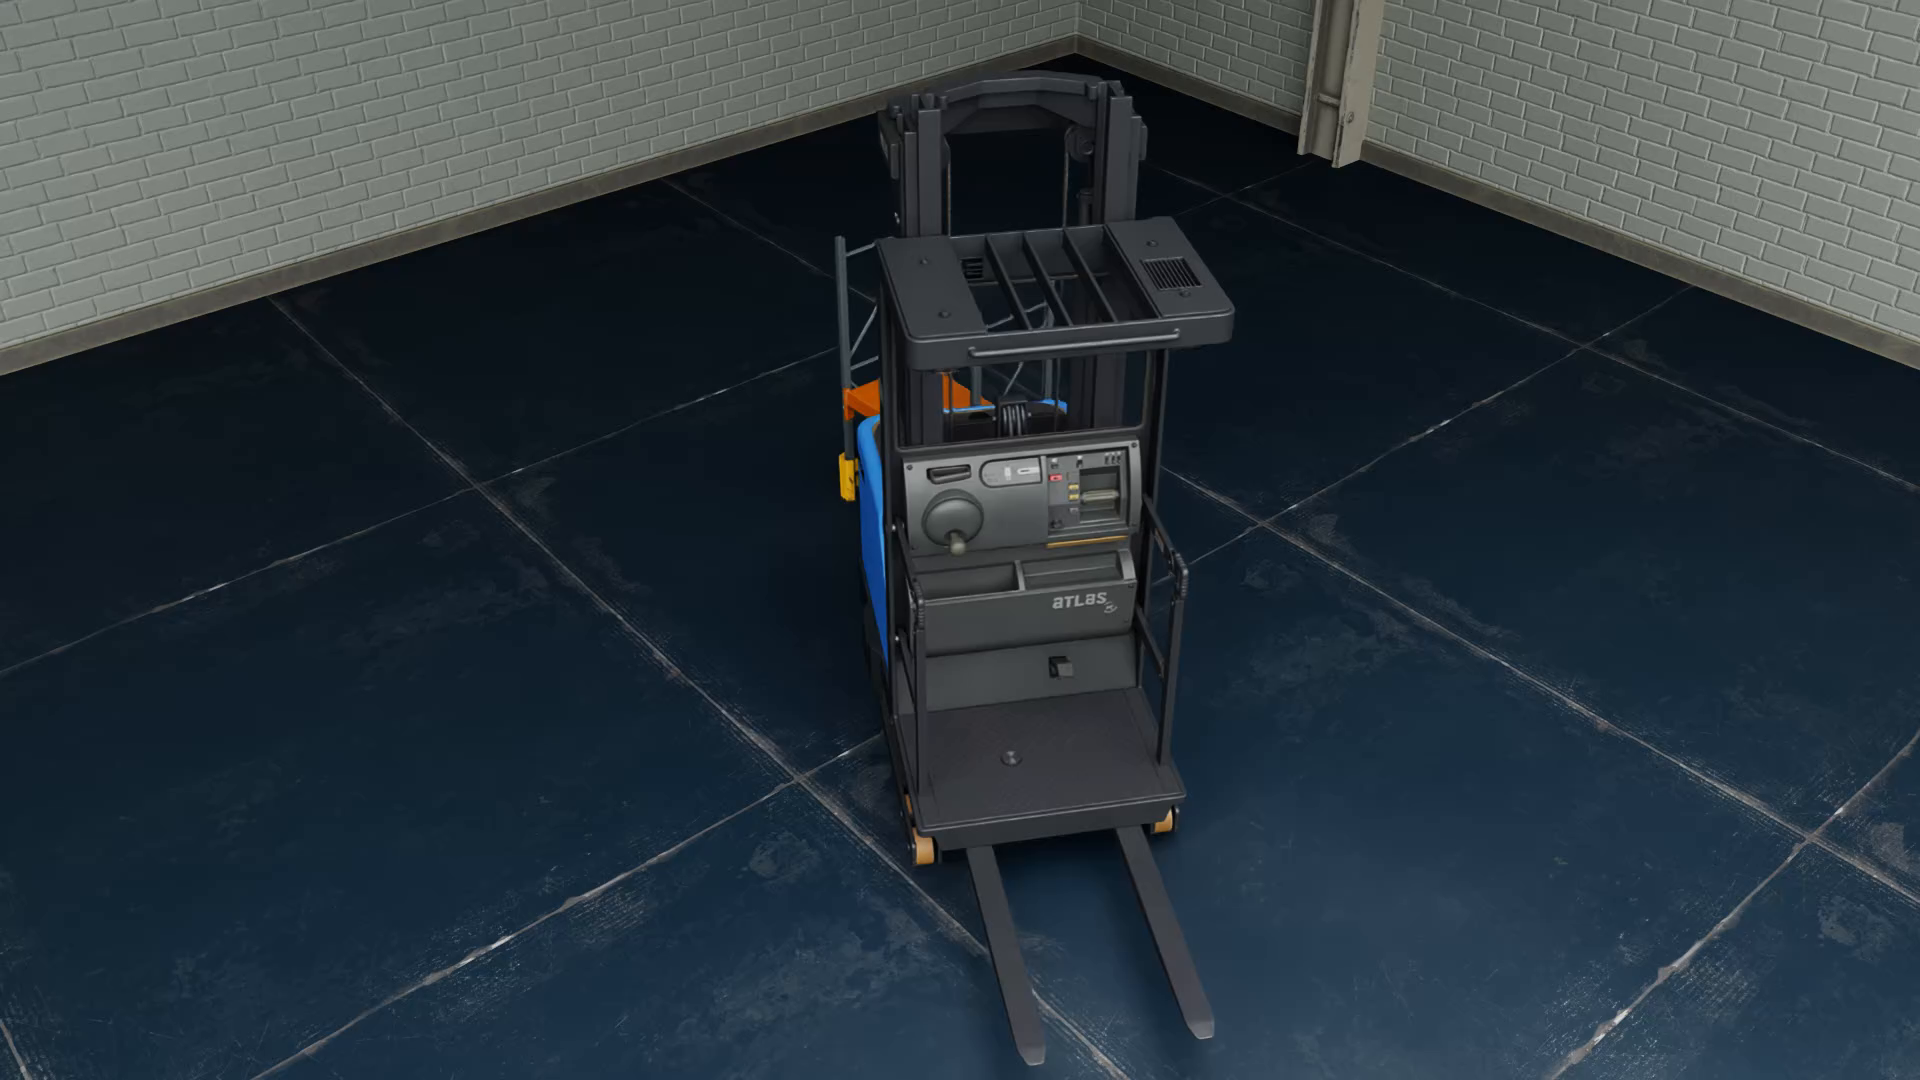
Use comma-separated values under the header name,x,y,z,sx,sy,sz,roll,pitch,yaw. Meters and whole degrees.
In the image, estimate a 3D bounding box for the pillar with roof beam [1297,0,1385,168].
name,x,y,z,sx,sy,sz,roll,pitch,yaw
pillar with roof beam,-0.437,-5.036,7.975,9.100,9.000,0.400,-26,43,-32

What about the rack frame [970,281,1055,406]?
name,x,y,z,sx,sy,sz,roll,pitch,yaw
rack frame,0.246,-0.511,8.075,0.500,1.500,0.032,-26,43,-32

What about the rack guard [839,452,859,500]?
name,x,y,z,sx,sy,sz,roll,pitch,yaw
rack guard,-0.404,-0.438,9.054,0.587,0.250,0.087,-26,43,-32

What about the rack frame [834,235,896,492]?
name,x,y,z,sx,sy,sz,roll,pitch,yaw
rack frame,-0.416,-0.957,8.705,0.500,1.500,0.032,-26,43,-32

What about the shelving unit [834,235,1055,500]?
name,x,y,z,sx,sy,sz,roll,pitch,yaw
shelving unit,-0.080,-0.730,8.384,0.587,1.500,1.083,-26,43,-32

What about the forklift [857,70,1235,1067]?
name,x,y,z,sx,sy,sz,roll,pitch,yaw
forklift,0.287,-0.102,6.260,1.130,2.935,3.031,-6,36,-8

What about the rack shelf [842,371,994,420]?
name,x,y,z,sx,sy,sz,roll,pitch,yaw
rack shelf,-0.085,-0.587,8.494,0.538,0.185,1.000,-26,43,-32
